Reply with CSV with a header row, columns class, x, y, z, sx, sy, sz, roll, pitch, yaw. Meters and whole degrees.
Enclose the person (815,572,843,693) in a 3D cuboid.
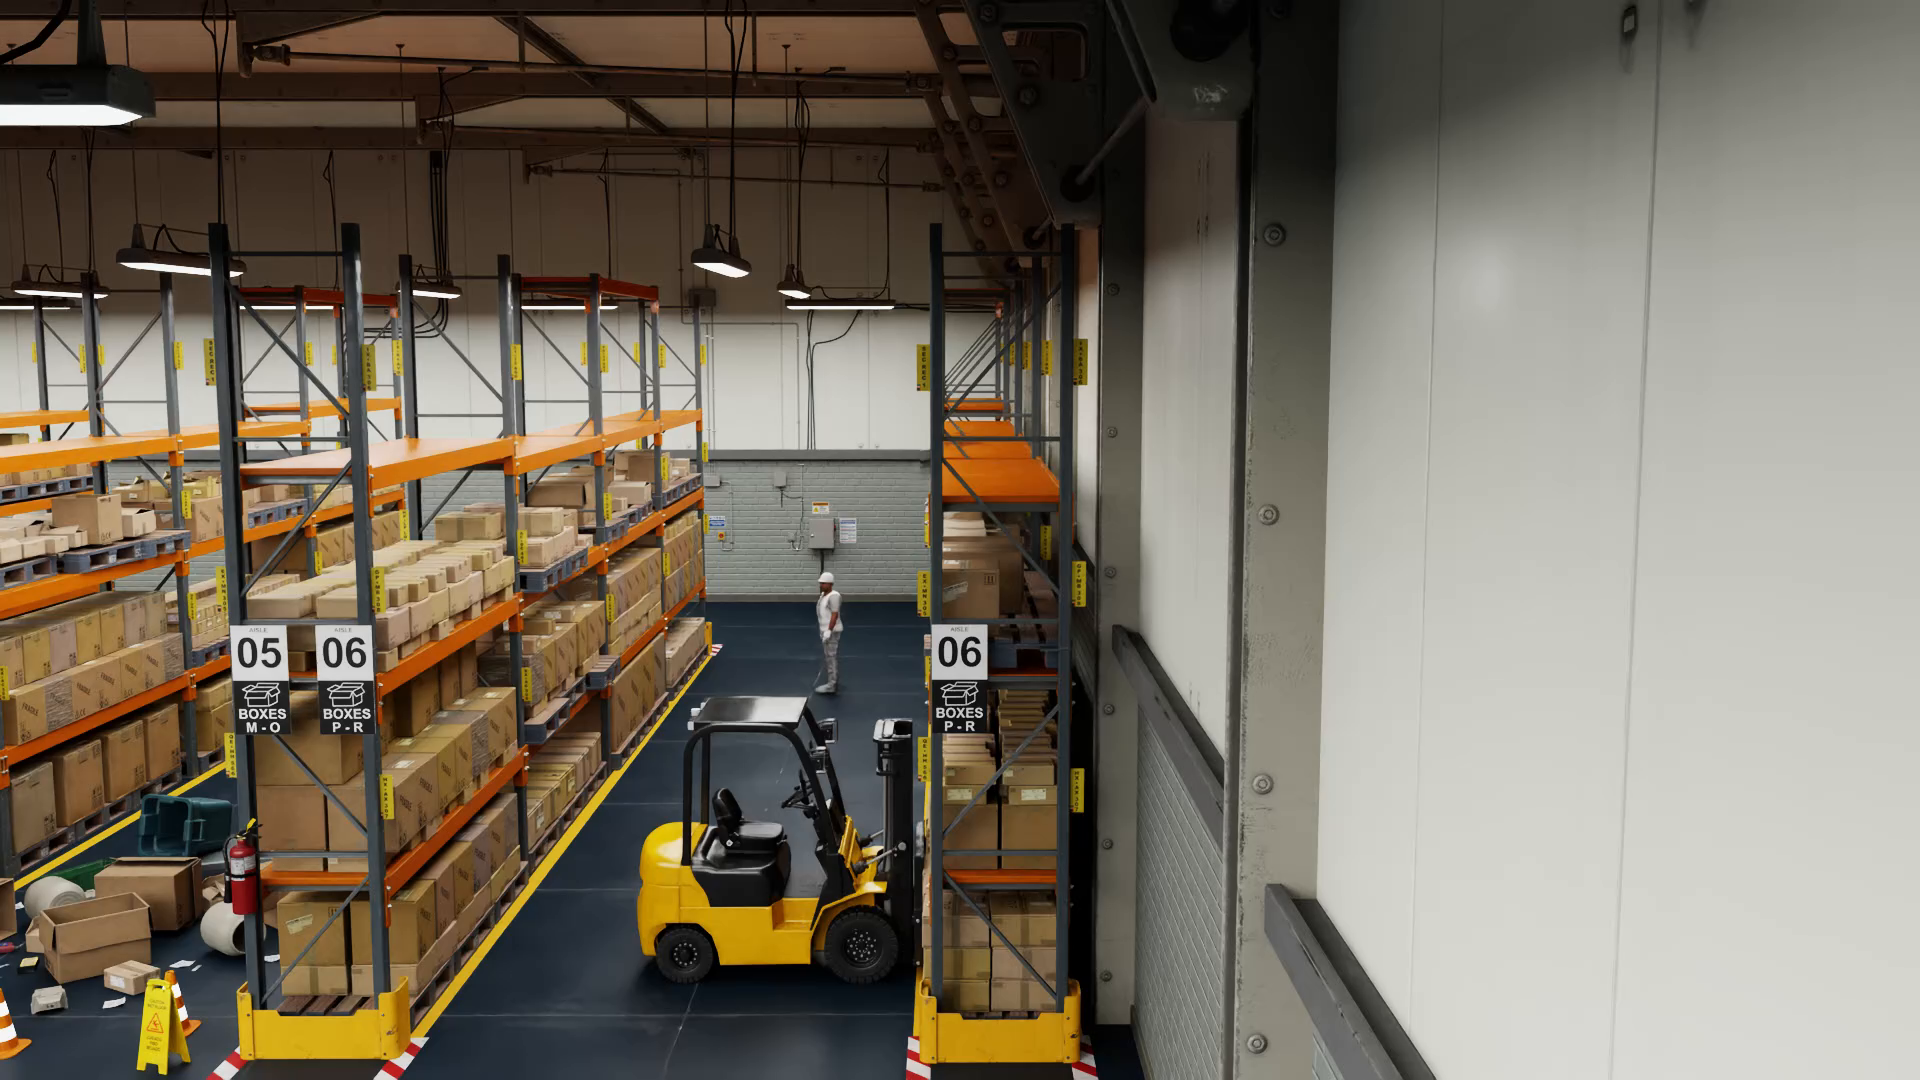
class,x,y,z,sx,sy,sz,roll,pitch,yaw
person,-1.981,1.374,24.840,0.439,1.793,0.570,-2,7,-18
